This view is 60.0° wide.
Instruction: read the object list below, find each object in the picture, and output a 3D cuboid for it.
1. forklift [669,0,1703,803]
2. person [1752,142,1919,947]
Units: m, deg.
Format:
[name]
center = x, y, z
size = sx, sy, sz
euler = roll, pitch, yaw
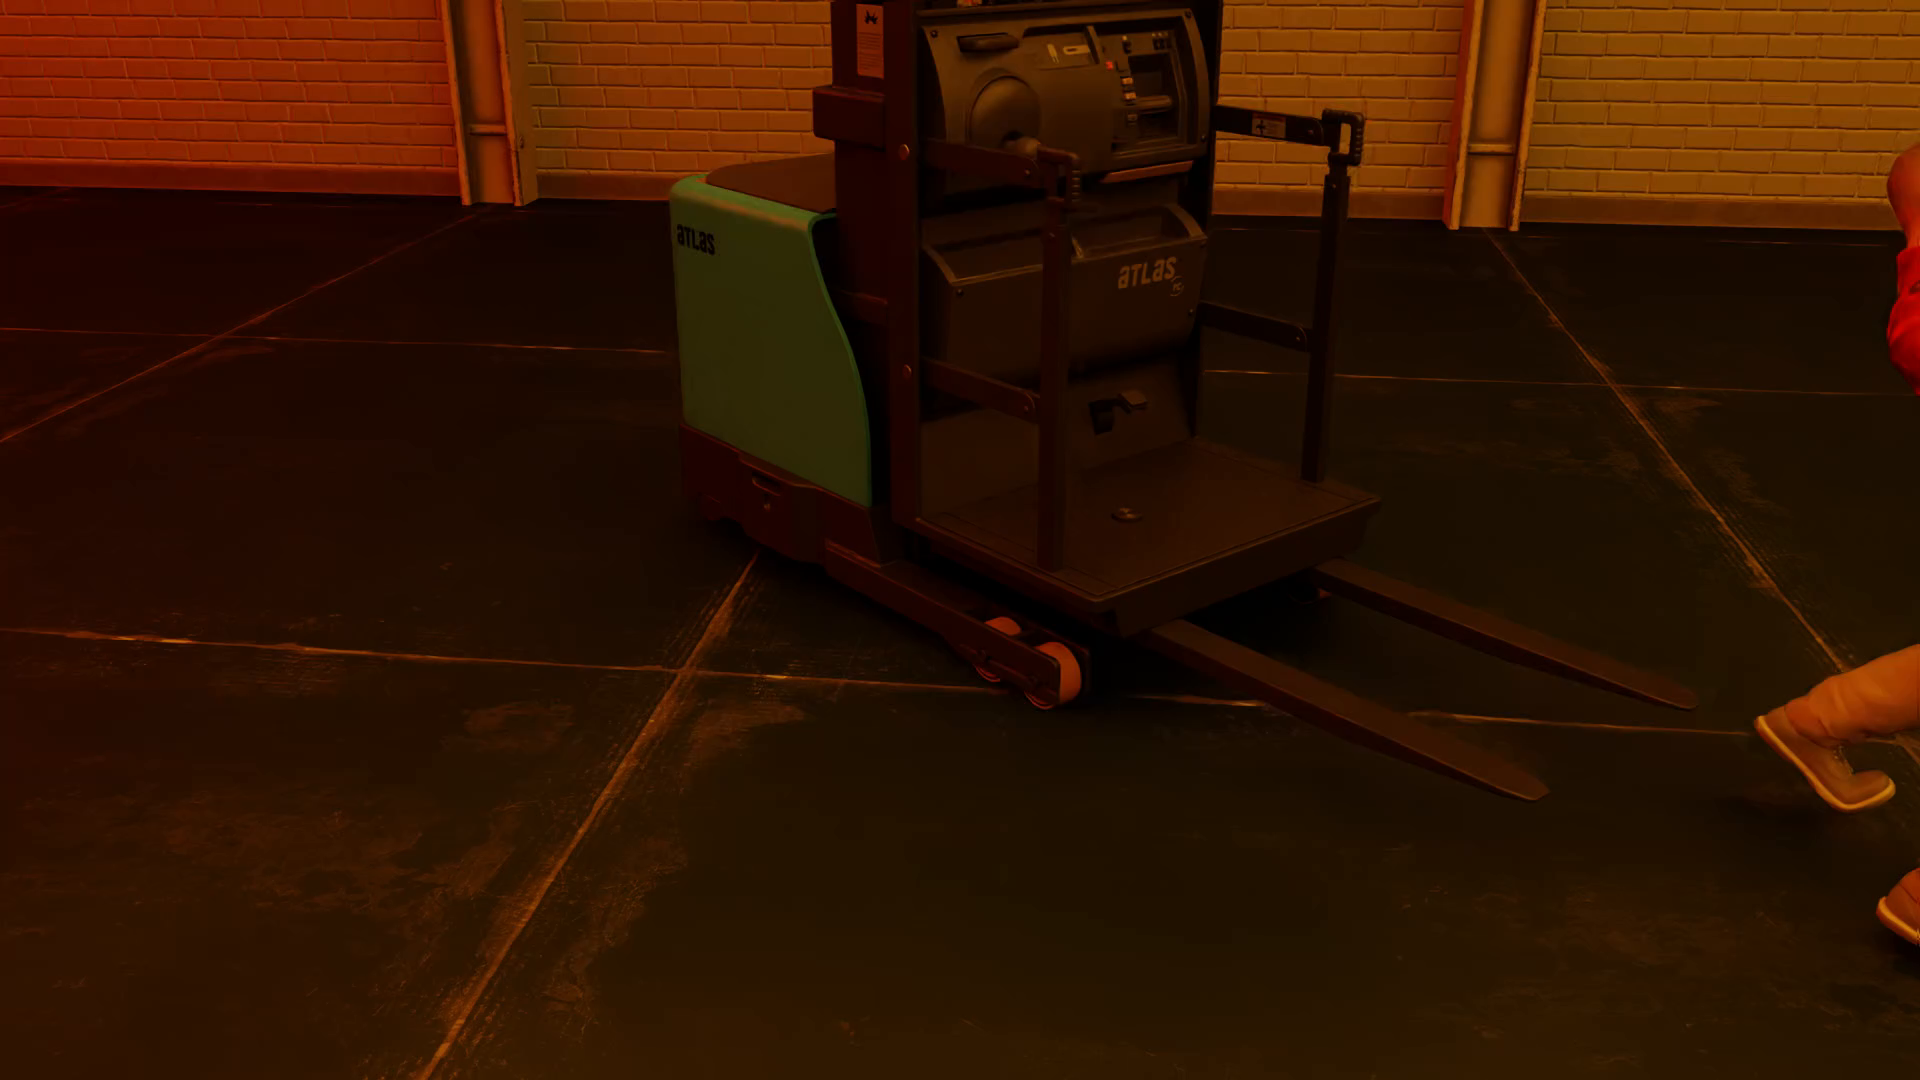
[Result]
[forklift]
center = 0.430, -1.150, 4.110
size = 1.130, 2.935, 3.031
euler = -17, 28, -36
[person]
center = 1.909, 0.095, 2.930
size = 0.722, 1.493, 1.079
euler = 9, 23, 20
